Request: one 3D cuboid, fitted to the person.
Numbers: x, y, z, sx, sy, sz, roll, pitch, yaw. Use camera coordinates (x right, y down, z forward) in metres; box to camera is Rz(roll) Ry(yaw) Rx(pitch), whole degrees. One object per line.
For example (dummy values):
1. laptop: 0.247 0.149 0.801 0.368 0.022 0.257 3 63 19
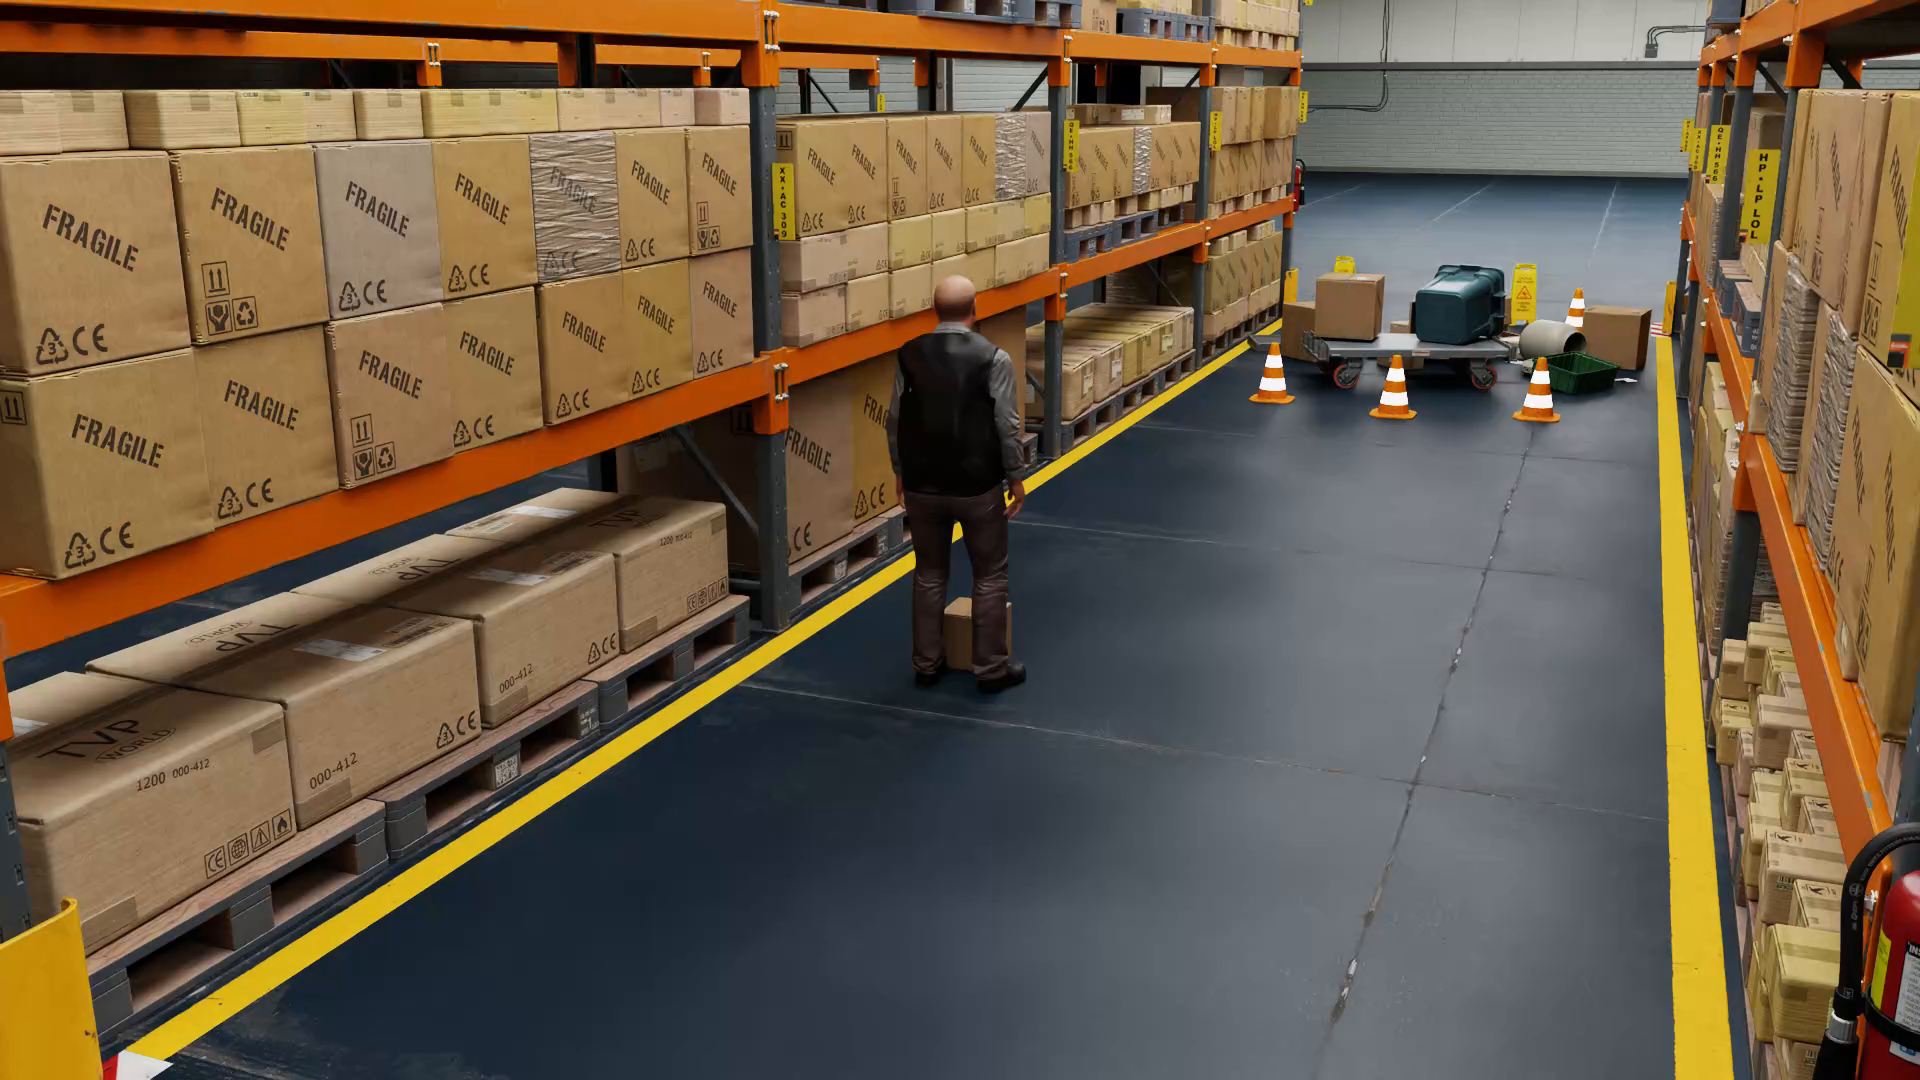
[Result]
1. person: -0.021 -0.221 6.876 0.581 1.720 0.423 5 16 19
